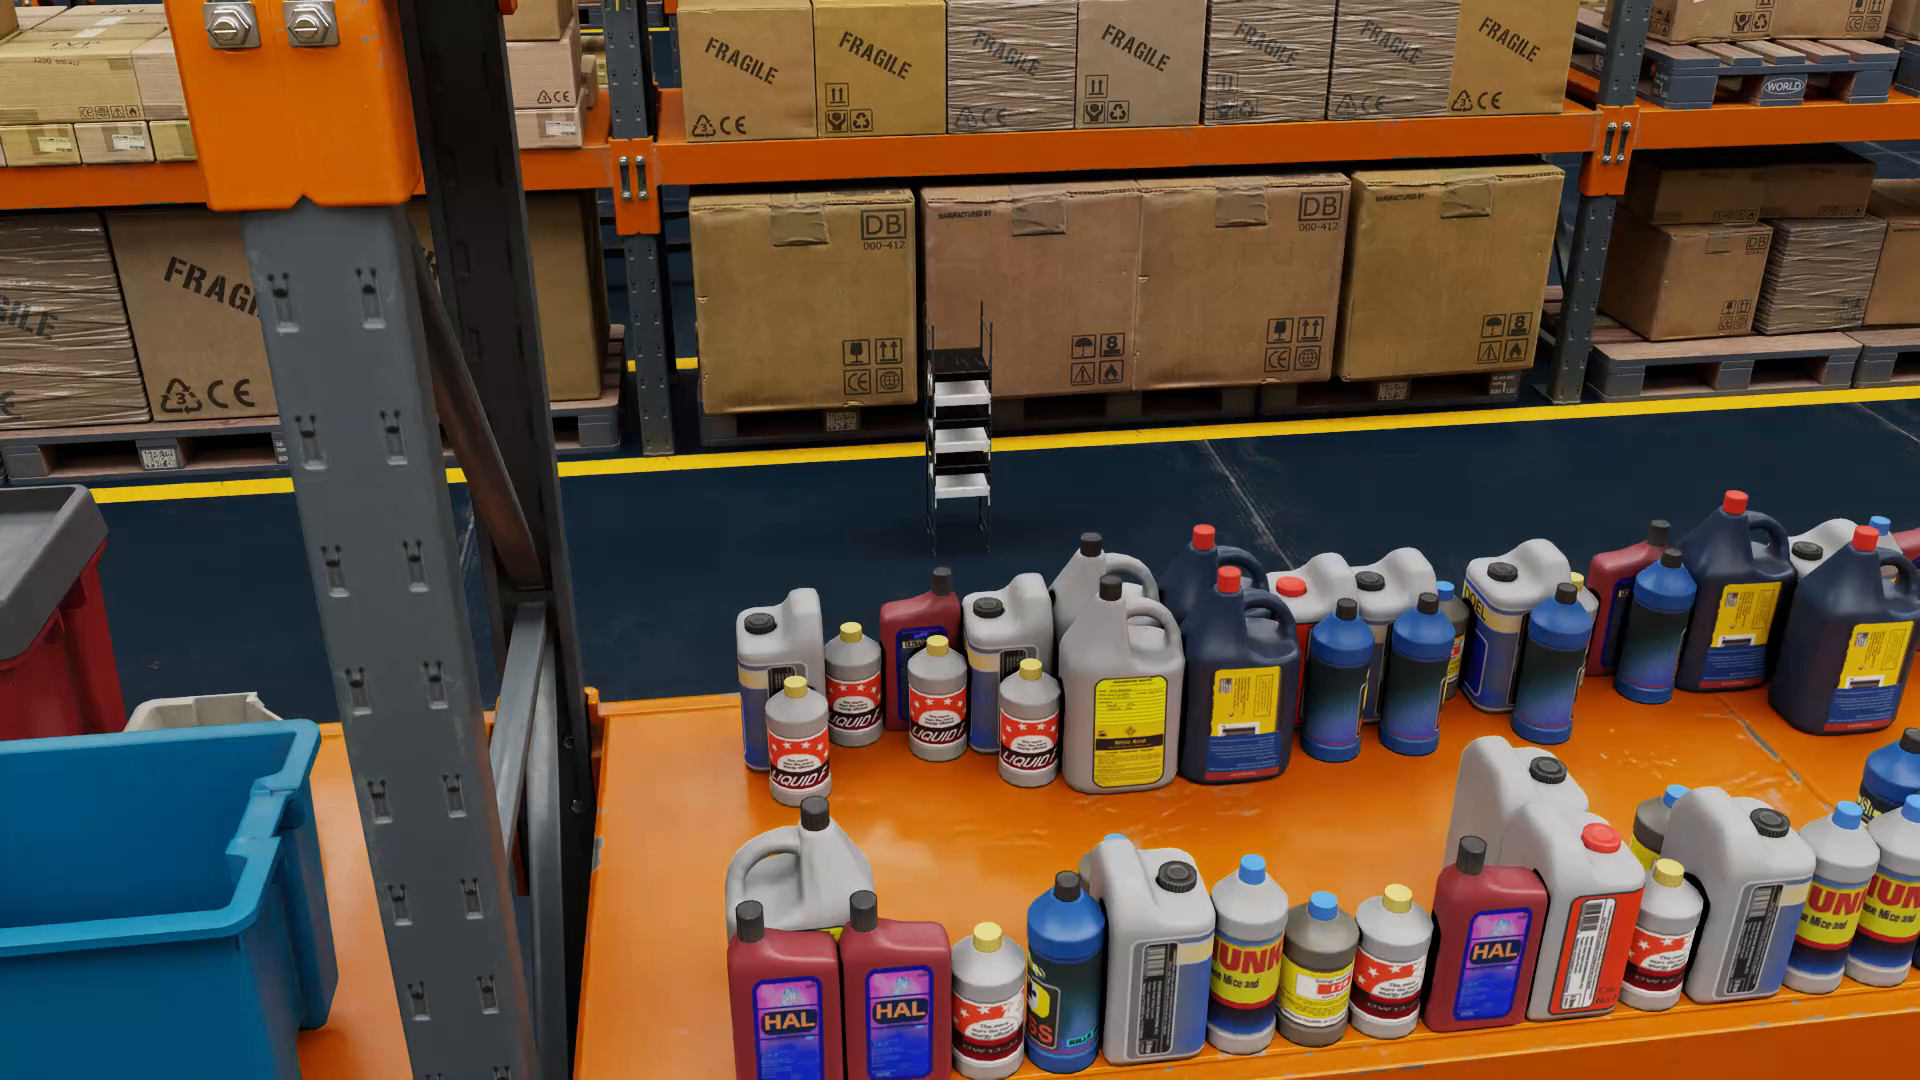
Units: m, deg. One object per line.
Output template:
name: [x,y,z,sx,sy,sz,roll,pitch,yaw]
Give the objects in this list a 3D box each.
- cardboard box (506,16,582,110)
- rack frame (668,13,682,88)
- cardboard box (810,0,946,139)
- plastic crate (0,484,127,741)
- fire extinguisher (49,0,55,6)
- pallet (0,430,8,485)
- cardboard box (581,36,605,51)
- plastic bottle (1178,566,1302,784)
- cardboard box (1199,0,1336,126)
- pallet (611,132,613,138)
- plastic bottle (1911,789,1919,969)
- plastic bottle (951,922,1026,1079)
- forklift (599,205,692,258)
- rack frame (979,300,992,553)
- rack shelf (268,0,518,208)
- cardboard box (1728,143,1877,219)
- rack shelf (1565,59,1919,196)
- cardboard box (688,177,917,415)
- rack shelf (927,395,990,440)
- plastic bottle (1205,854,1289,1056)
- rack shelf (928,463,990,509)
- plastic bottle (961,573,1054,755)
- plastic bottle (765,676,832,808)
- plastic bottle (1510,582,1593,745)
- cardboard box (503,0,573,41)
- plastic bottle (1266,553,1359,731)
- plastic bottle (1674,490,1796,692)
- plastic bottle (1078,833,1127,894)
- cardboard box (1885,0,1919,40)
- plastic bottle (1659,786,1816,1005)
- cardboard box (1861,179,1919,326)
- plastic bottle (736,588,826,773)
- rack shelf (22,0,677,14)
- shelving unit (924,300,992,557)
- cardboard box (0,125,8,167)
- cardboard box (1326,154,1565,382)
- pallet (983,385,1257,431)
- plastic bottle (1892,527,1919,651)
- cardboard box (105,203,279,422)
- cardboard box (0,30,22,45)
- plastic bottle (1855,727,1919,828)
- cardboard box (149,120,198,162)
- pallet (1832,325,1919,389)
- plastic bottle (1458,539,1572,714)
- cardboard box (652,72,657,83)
cardboard box: [-1.723,-1.825,6.359,0.500,0.250,0.500,-4,27,-8]
rack frame: [-1.914,-4.154,11.061,0.127,3.000,1.000,-4,27,-7]
cardboard box: [-0.335,-1.899,6.555,0.500,0.500,0.500,-4,27,-7]
plastic crate: [-1.552,0.222,2.397,0.583,0.464,0.402,-4,27,-7]
fire extinguisher: [-6.188,-3.892,11.043,0.183,0.674,0.296,-4,27,-7]
pallet: [-4.503,-0.497,6.987,1.213,0.211,1.003,-4,27,-7]
cardboard box: [-2.565,-3.419,11.638,0.250,0.149,0.380,-2,27,-5]
plastic bottle: [0.435,0.202,2.624,0.185,0.351,0.144,-4,27,-7]
cardboard box: [1.176,-1.998,6.748,0.500,0.500,0.500,-5,28,-9]
pallet: [-2.574,-2.855,11.583,1.213,0.211,1.003,-4,27,-7]
plastic bottle: [1.377,0.404,2.232,0.185,0.351,0.144,-4,27,-7]
plastic bottle: [0.034,0.567,2.076,0.097,0.201,0.097,0,27,0]
forklift: [-2.640,-2.700,8.302,3.031,2.935,1.130,-7,28,-13]
rack frame: [0.093,-0.406,6.056,0.006,0.900,0.240,-4,27,-7]
rack shelf: [1.348,-0.808,2.042,4.000,0.370,1.077,-4,27,-7]
cardboard box: [3.821,-1.672,7.657,0.500,0.250,0.500,-1,27,-1]
rack shelf: [4.619,-1.967,7.586,4.000,0.370,1.077,-4,27,-7]
cardboard box: [-0.692,-1.197,7.164,0.875,0.875,1.225,-4,27,-7]
rack shelf: [-0.008,-0.450,6.018,0.200,0.077,0.258,-4,27,-7]
plastic bottle: [0.360,0.515,2.101,0.097,0.271,0.097,0,27,0]
rack shelf: [-0.008,-0.210,6.141,0.200,0.077,0.258,-4,27,-7]
plastic bottle: [0.074,0.194,2.722,0.135,0.276,0.152,-4,27,-7]
plastic bottle: [-0.252,0.306,2.586,0.097,0.201,0.097,0,27,0]
plastic bottle: [0.972,0.196,2.723,0.097,0.271,0.097,0,27,0]
cardboard box: [-1.741,-2.155,6.181,0.500,0.500,0.500,-3,27,-6]
plastic bottle: [0.574,0.162,2.784,0.135,0.276,0.152,-4,27,-7]
plastic bottle: [1.323,0.079,2.865,0.185,0.351,0.144,-4,27,-7]
plastic bottle: [0.205,0.486,2.235,0.097,0.201,0.097,0,27,0]
cardboard box: [4.330,-2.283,7.118,0.500,0.250,0.500,-4,27,-9]
plastic bottle: [1.025,0.458,2.208,0.135,0.276,0.152,-4,27,-7]
cardboard box: [4.407,-1.376,7.901,0.500,0.500,0.700,-1,27,-3]
plastic bottle: [-0.287,0.217,2.677,0.135,0.276,0.152,-4,27,-7]
rack shelf: [-3.894,-3.707,10.977,4.000,0.370,1.077,-4,27,-7]
shelving unit: [-0.008,-0.400,6.044,0.210,0.900,0.258,-4,27,-7]
cardboard box: [-3.613,-1.496,6.155,0.250,0.149,0.380,-4,27,-8]
cardboard box: [1.952,-1.367,7.496,0.875,0.875,1.225,-5,28,-10]
pallet: [0.642,-0.827,7.631,1.213,0.211,1.003,-4,27,-7]
plastic bottle: [1.704,0.065,2.965,0.133,0.283,0.061,-4,27,-7]
cardboard box: [-2.879,-1.084,6.945,0.875,0.875,0.875,-4,27,-7]
cardboard box: [-3.759,-1.692,6.100,0.500,0.250,0.500,-5,28,-9]
plastic bottle: [1.317,0.387,2.351,0.097,0.271,0.097,0,27,0]
cardboard box: [-2.852,-1.545,6.250,0.250,0.149,0.380,-4,27,-8]
pallet: [4.618,-1.045,8.055,1.213,0.211,1.003,-4,27,-7]
plastic bottle: [0.937,0.139,2.830,0.135,0.276,0.152,-4,27,-7]
cardboard box: [-2.181,-3.041,11.229,0.250,0.149,0.380,-3,27,-6]
